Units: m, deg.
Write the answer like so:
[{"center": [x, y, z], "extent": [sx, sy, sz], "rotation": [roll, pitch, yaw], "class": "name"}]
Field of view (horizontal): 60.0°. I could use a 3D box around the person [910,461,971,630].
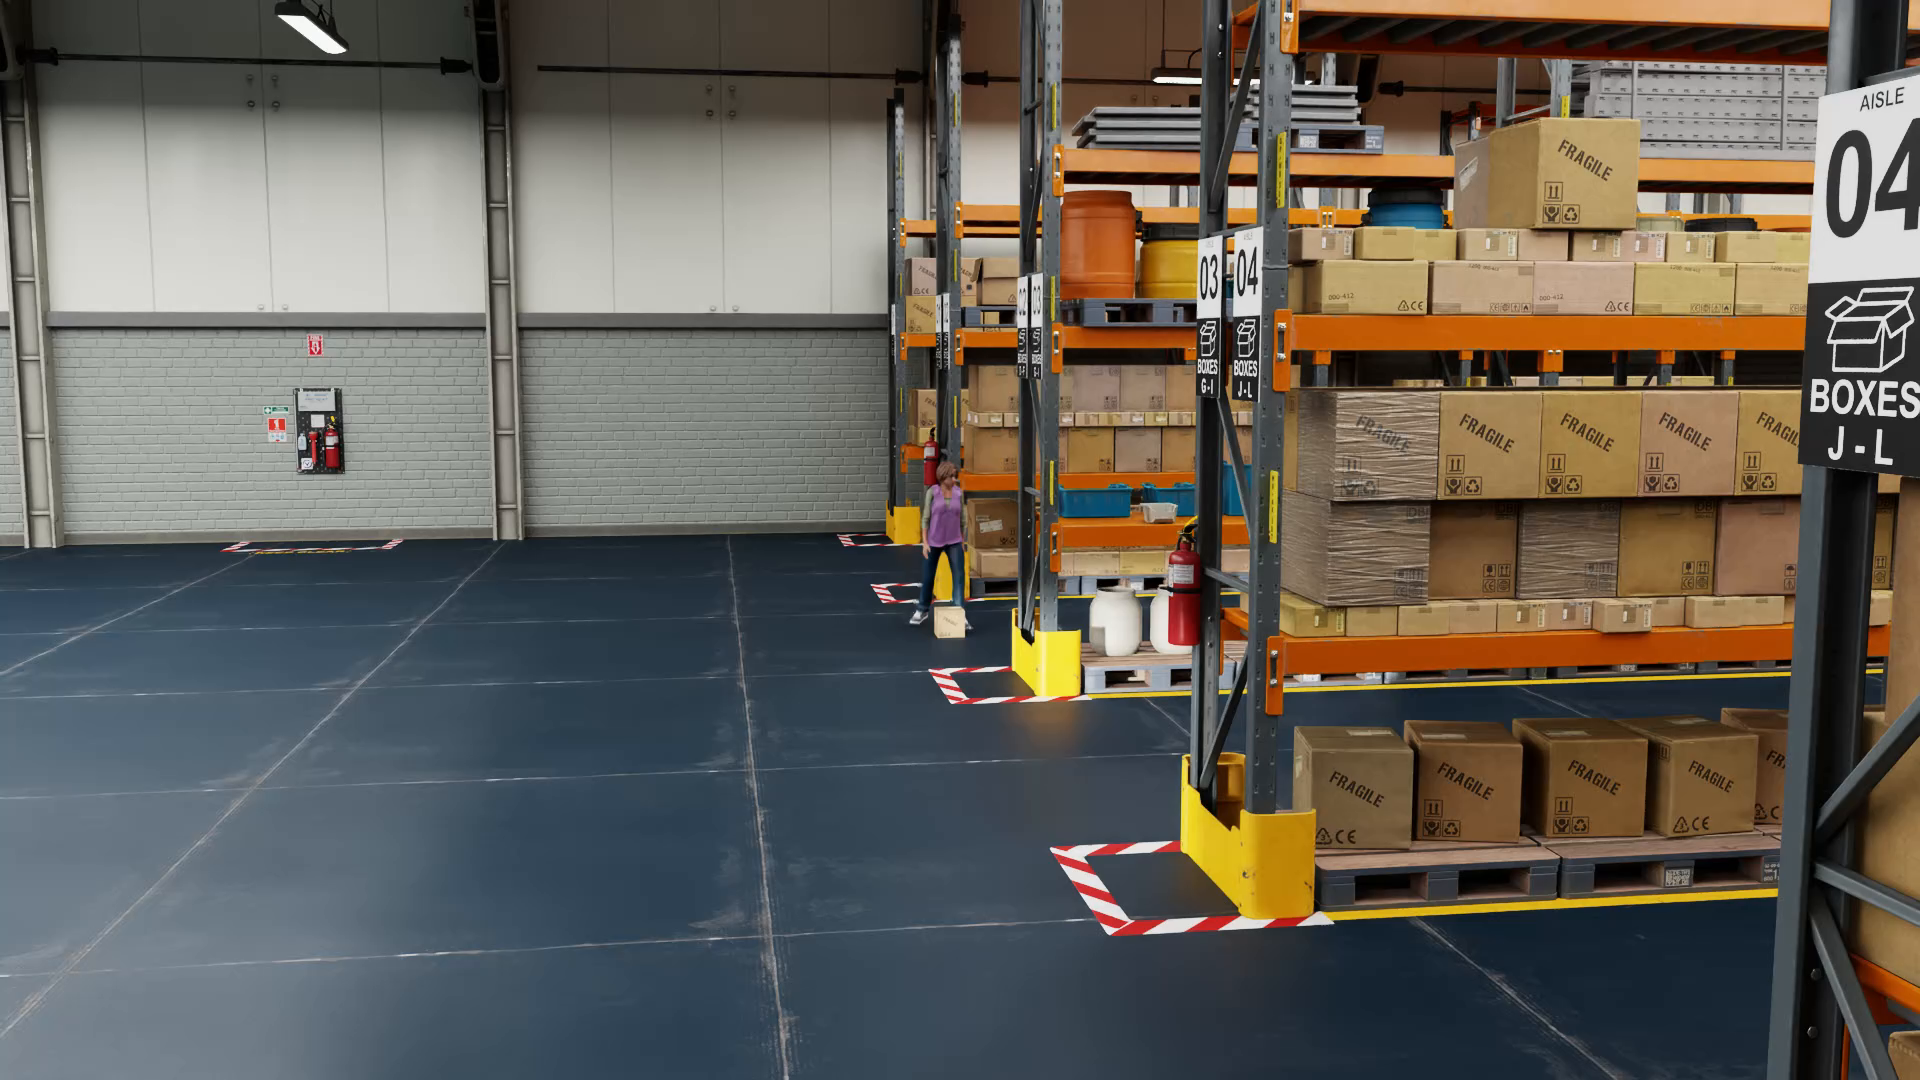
[{"center": [-0.192, 0.041, 15.707], "extent": [0.528, 1.572, 0.681], "rotation": [-1, 7, -10], "class": "person"}]
